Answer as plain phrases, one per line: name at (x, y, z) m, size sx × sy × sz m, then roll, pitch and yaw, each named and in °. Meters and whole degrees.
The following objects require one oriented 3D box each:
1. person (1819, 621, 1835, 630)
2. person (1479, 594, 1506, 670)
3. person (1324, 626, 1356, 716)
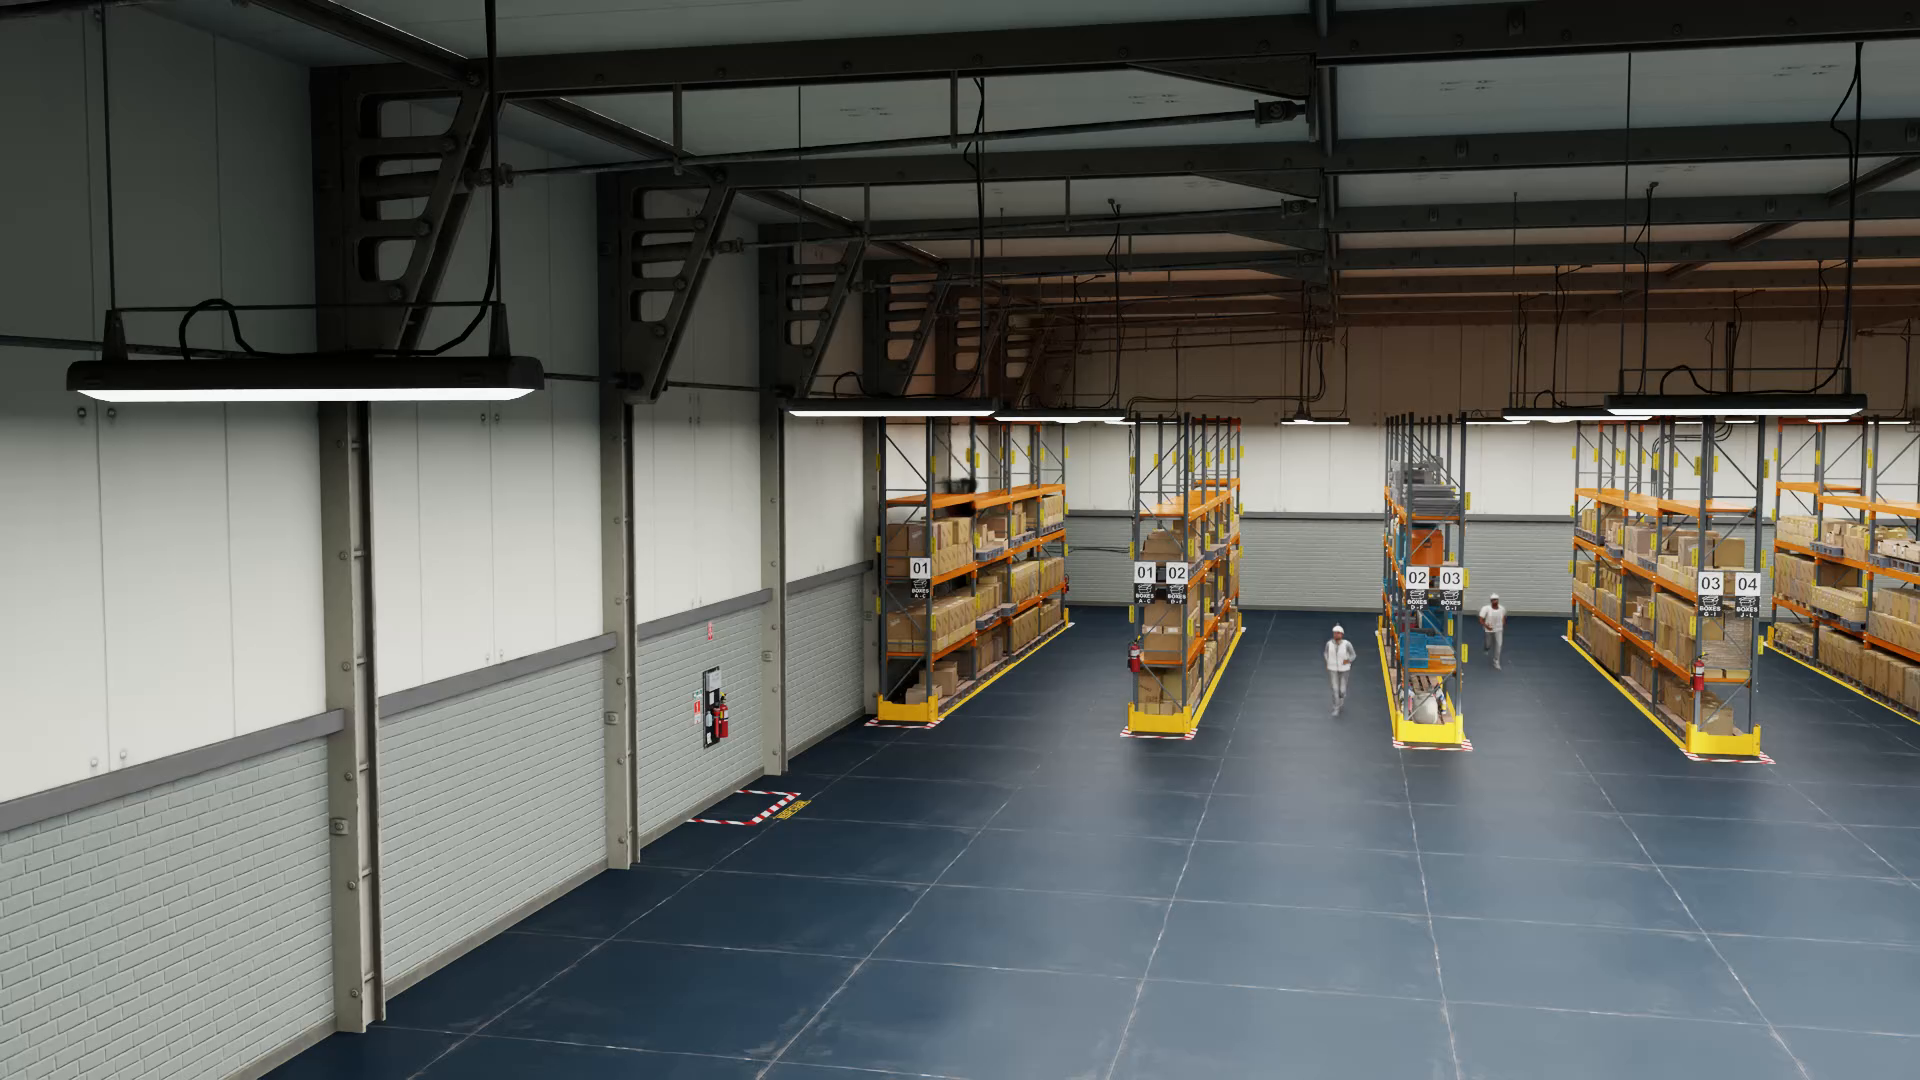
person at (23.044, 1.908, 44.352) m, size 0.607 × 1.672 × 0.703 m, roll -2°, pitch 4°, yaw -22°
person at (12.768, 2.178, 39.843) m, size 0.673 × 1.756 × 1.029 m, roll 0°, pitch 4°, yaw 7°
person at (7.592, 2.602, 33.294) m, size 0.656 × 1.772 × 0.800 m, roll 1°, pitch 4°, yaw 20°
